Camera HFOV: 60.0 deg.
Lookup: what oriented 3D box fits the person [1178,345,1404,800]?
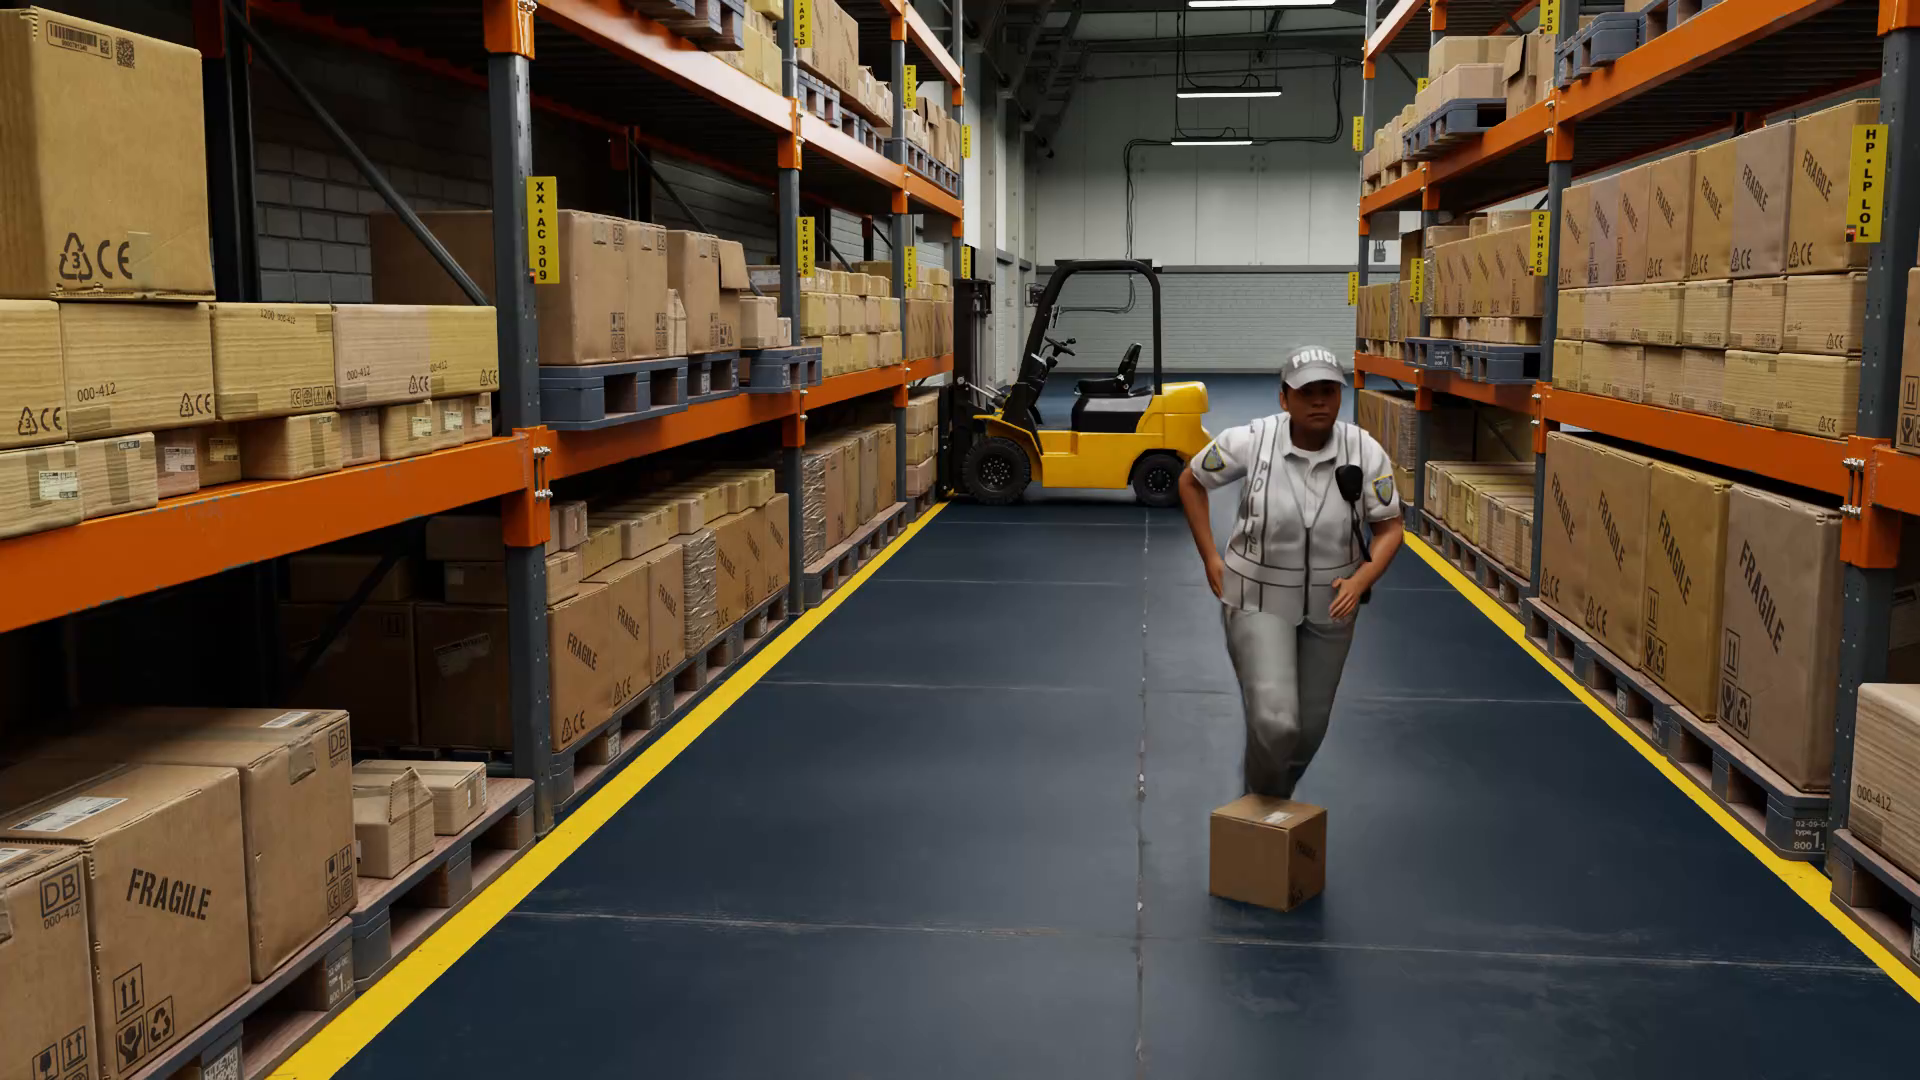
[{"bbox_3d":[0.976,0.202,5.014,0.622,1.576,0.775,-1,8,-4],"label":"person"}]
